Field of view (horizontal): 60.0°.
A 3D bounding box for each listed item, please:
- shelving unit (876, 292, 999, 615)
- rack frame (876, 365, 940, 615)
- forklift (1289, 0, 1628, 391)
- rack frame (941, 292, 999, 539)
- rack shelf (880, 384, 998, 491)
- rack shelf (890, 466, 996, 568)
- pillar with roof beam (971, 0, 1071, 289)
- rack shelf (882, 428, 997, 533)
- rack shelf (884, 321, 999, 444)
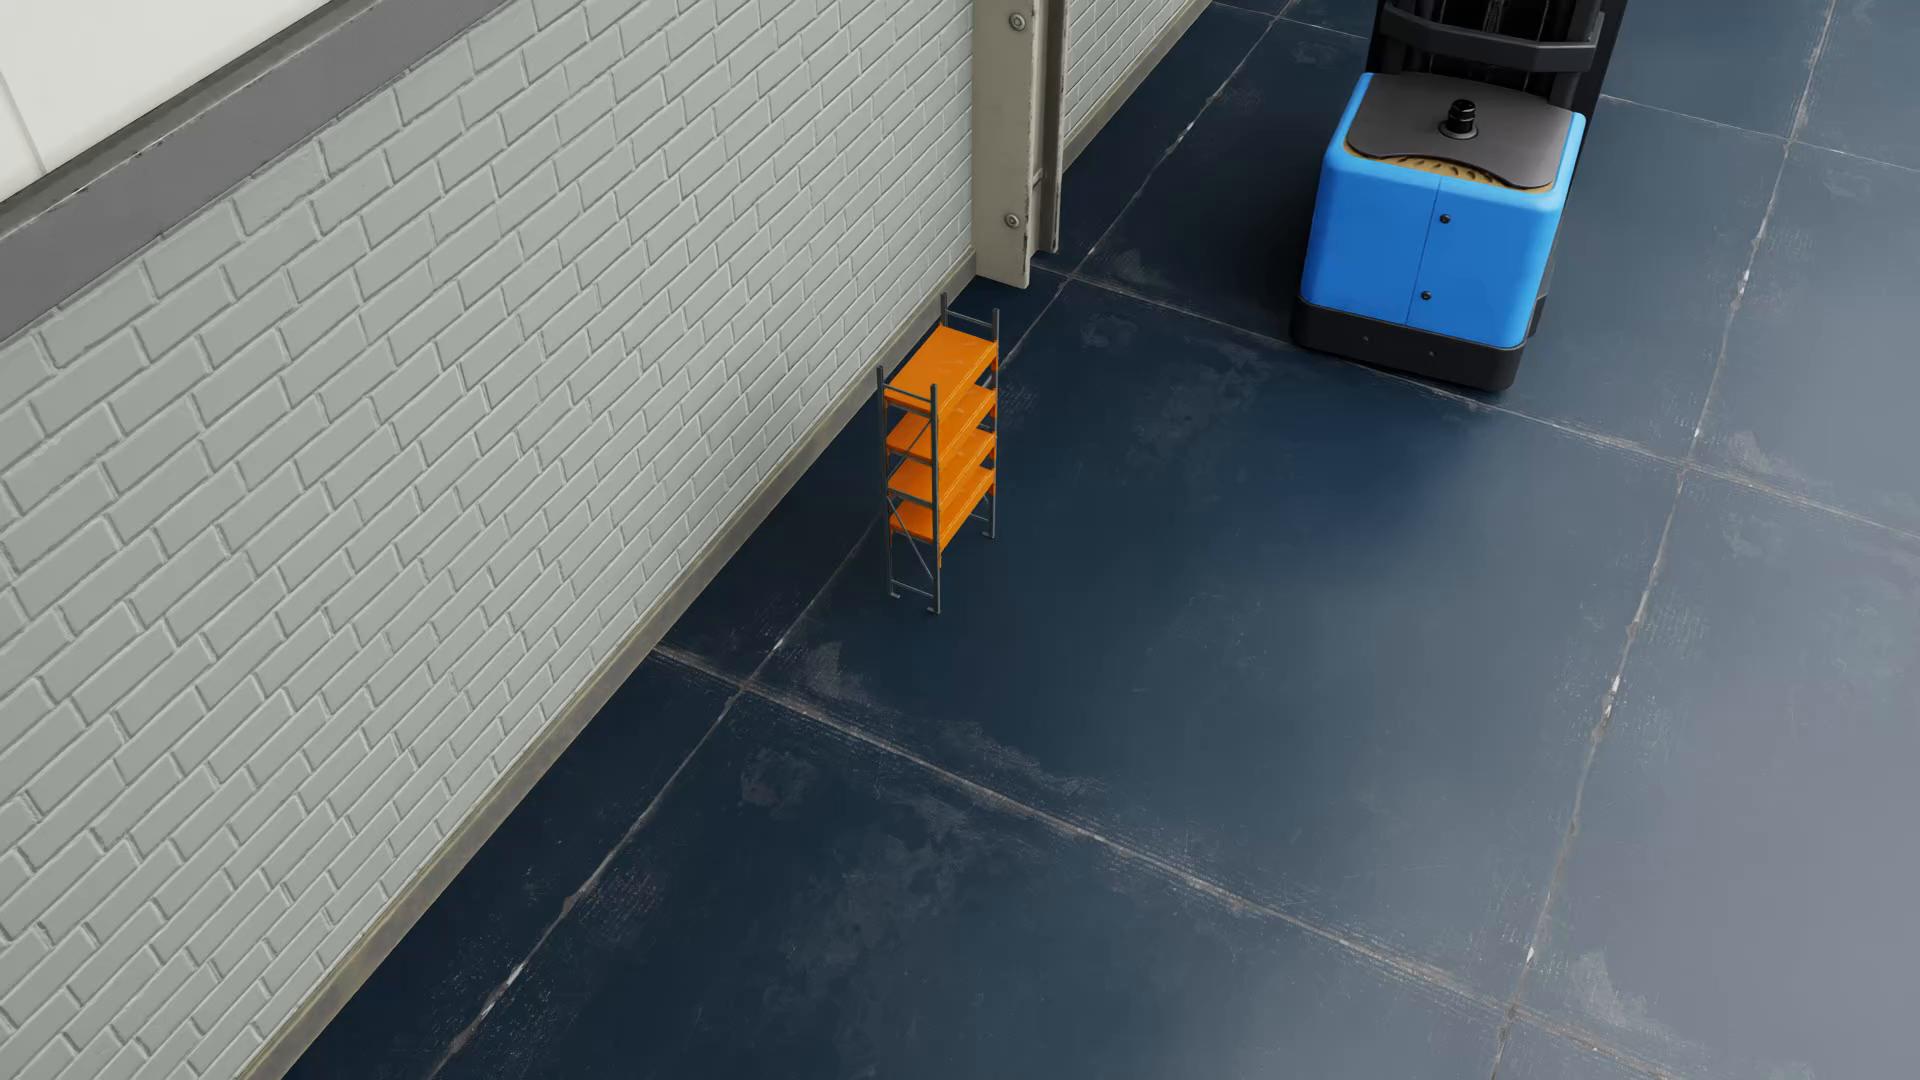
[{"bbox_3d":[-0.077,-0.317,6.500,0.258,1.200,0.503,20,49,19],"label":"shelving unit"},{"bbox_3d":[-0.190,-0.164,6.348,0.240,1.200,0.015,20,49,19],"label":"rack frame"},{"bbox_3d":[2.587,-2.775,7.712,1.130,2.935,3.031,16,48,15],"label":"forklift"},{"bbox_3d":[0.036,-0.471,6.652,0.240,1.200,0.015,20,49,19],"label":"rack frame"},{"bbox_3d":[-0.077,-0.427,6.389,0.258,0.148,0.480,20,49,19],"label":"rack shelf"},{"bbox_3d":[-0.077,-0.131,6.689,0.258,0.148,0.480,20,49,19],"label":"rack shelf"},{"bbox_3d":[4.089,-3.163,3.829,9.100,9.000,0.400,20,49,19],"label":"pillar with roof beam"},{"bbox_3d":[-0.077,-0.270,6.548,0.258,0.148,0.480,20,49,19],"label":"rack shelf"},{"bbox_3d":[-0.077,-0.594,6.221,0.258,0.148,0.480,20,49,19],"label":"rack shelf"}]
